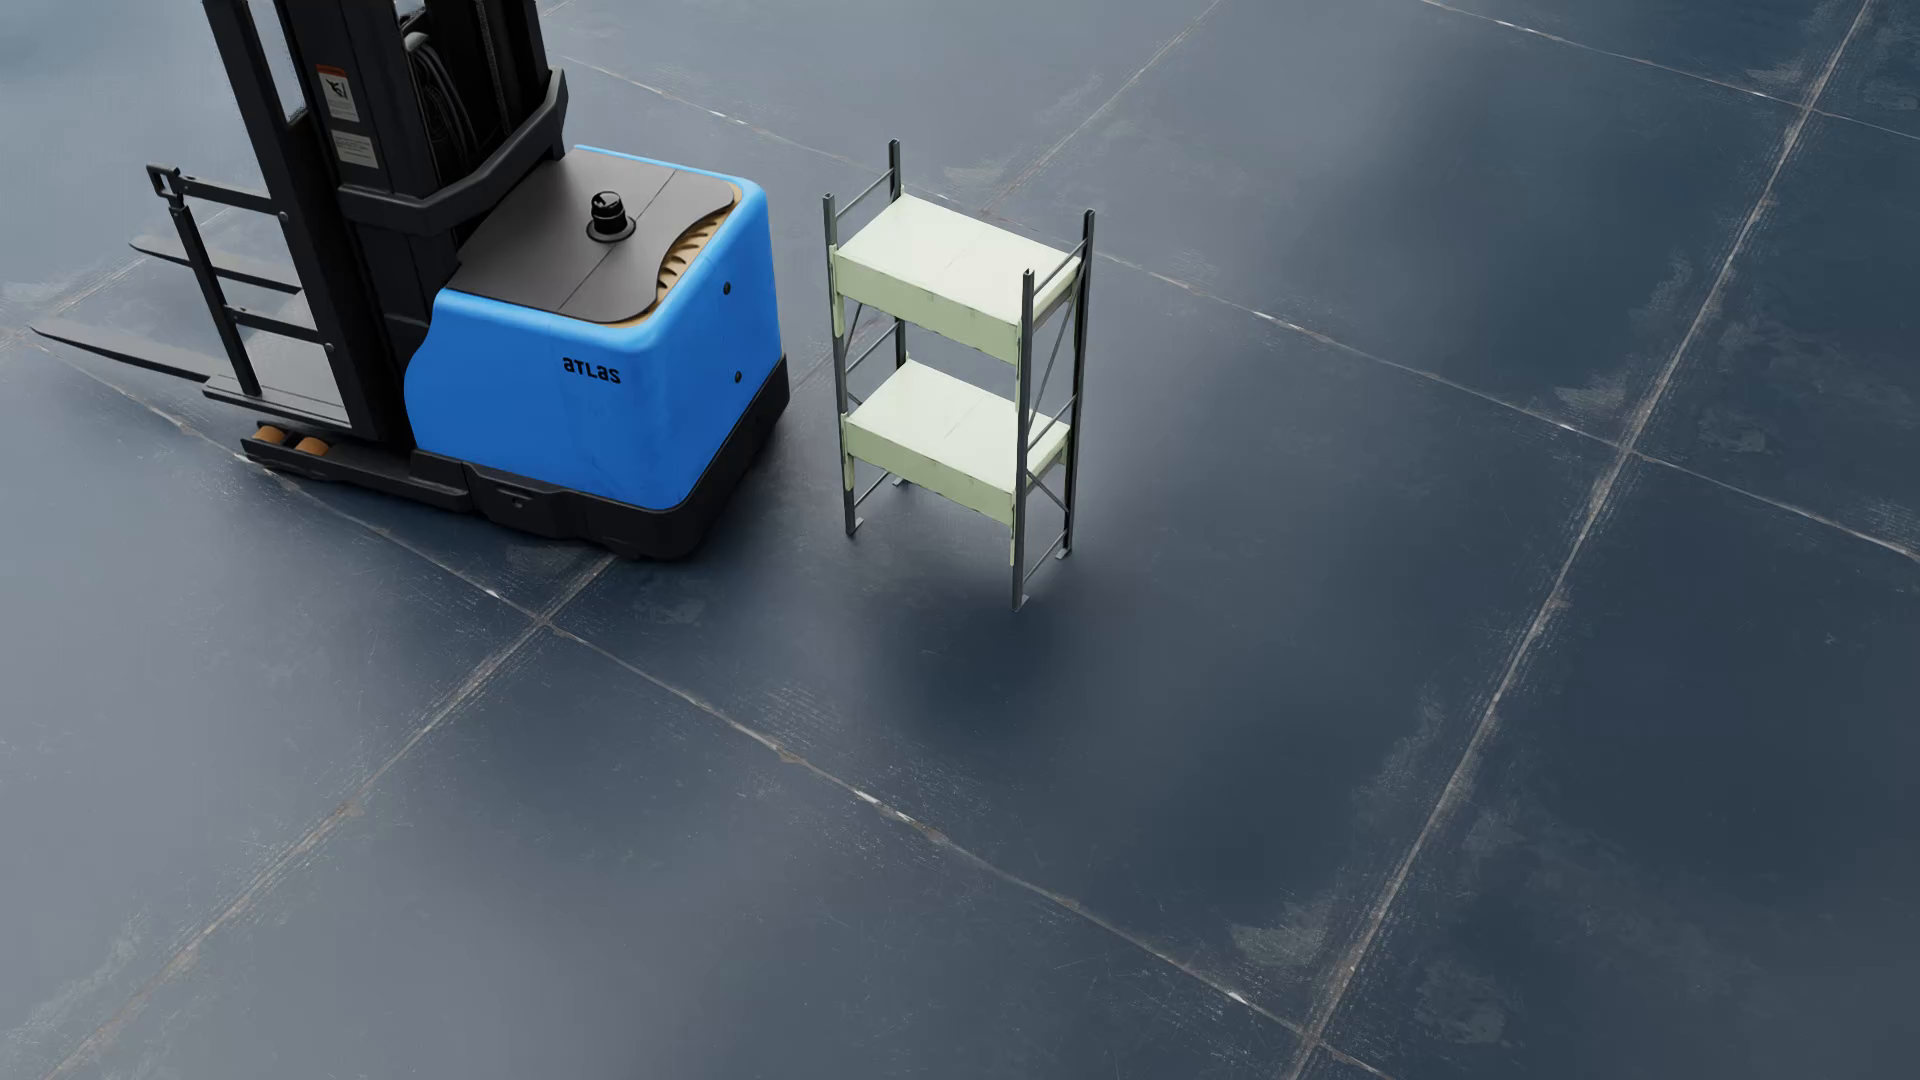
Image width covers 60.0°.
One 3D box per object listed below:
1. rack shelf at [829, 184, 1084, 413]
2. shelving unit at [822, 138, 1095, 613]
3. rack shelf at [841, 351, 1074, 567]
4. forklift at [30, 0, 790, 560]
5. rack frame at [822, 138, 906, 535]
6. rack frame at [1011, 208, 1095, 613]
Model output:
[{"bbox_3d":[-0.006,-0.797,5.435,0.720,0.370,0.431,25,51,22],"label":"rack shelf"},{"bbox_3d":[-0.006,-0.525,5.715,0.755,1.500,0.431,25,51,22],"label":"shelving unit"},{"bbox_3d":[-0.006,-0.298,5.948,0.720,0.370,0.431,25,51,22],"label":"rack shelf"},{"bbox_3d":[-2.259,-1.598,5.759,3.031,2.935,1.130,14,48,14],"label":"forklift"},{"bbox_3d":[-0.314,-0.667,5.852,0.023,1.500,0.400,25,51,22],"label":"rack frame"},{"bbox_3d":[0.302,-0.384,5.577,0.023,1.500,0.400,25,51,22],"label":"rack frame"}]
